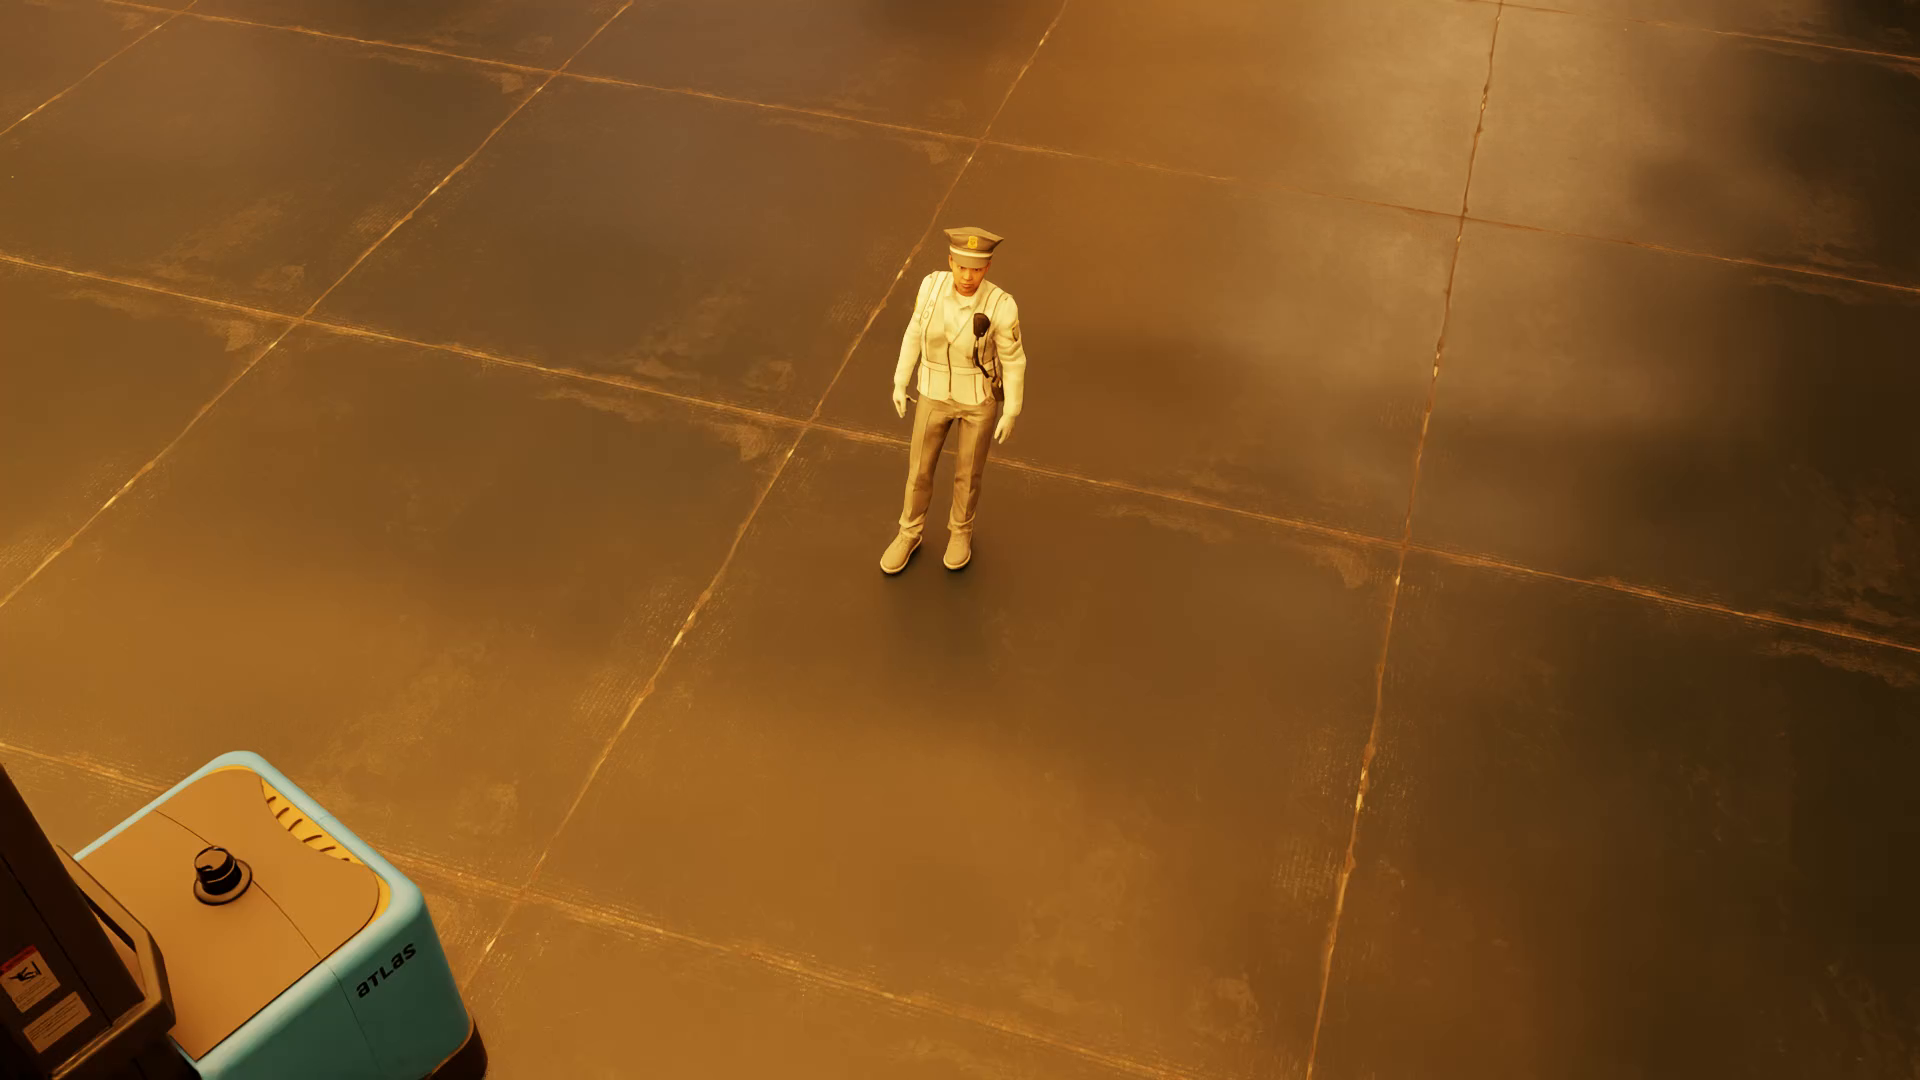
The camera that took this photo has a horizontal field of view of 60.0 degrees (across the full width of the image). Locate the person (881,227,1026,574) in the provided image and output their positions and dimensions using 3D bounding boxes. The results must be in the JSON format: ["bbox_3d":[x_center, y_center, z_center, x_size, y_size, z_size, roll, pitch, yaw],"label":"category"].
[{"bbox_3d":[-0.028,-0.582,7.212,0.586,1.694,0.530,12,44,13],"label":"person"}]

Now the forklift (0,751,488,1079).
[{"bbox_3d":[-2.954,1.377,4.209,1.130,2.935,3.031,29,50,27],"label":"forklift"}]
